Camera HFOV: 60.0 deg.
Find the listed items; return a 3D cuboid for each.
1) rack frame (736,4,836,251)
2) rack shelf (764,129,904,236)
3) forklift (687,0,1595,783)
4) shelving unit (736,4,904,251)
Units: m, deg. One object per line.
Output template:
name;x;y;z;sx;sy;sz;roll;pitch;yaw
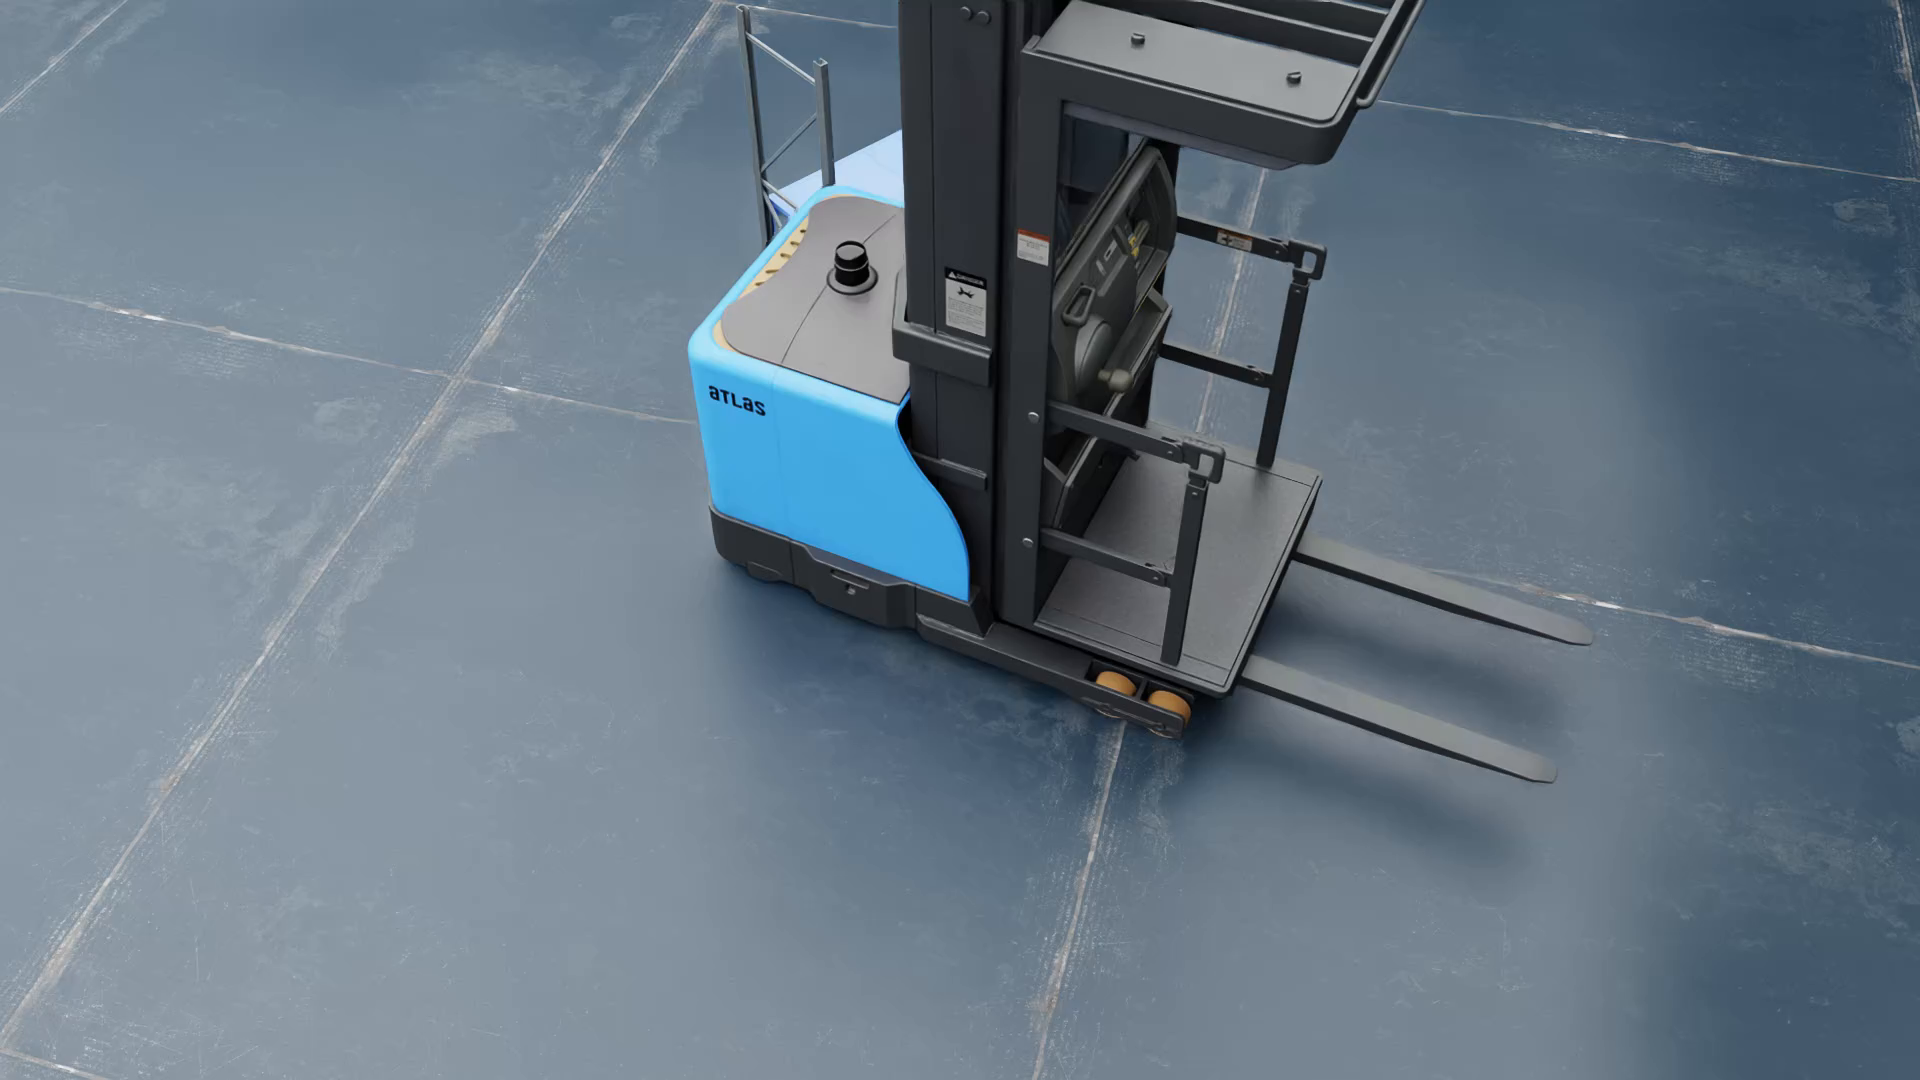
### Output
rack frame;-0.627;-1.270;6.371;0.032;1.500;0.500;-33;56;-26
rack shelf;-0.241;-1.400;6.725;1.000;0.185;0.538;-33;56;-26
forklift;0.653;-0.758;4.964;3.031;2.935;1.130;19;51;16
shelving unit;-0.241;-1.519;6.590;1.048;1.500;0.538;-33;56;-26
